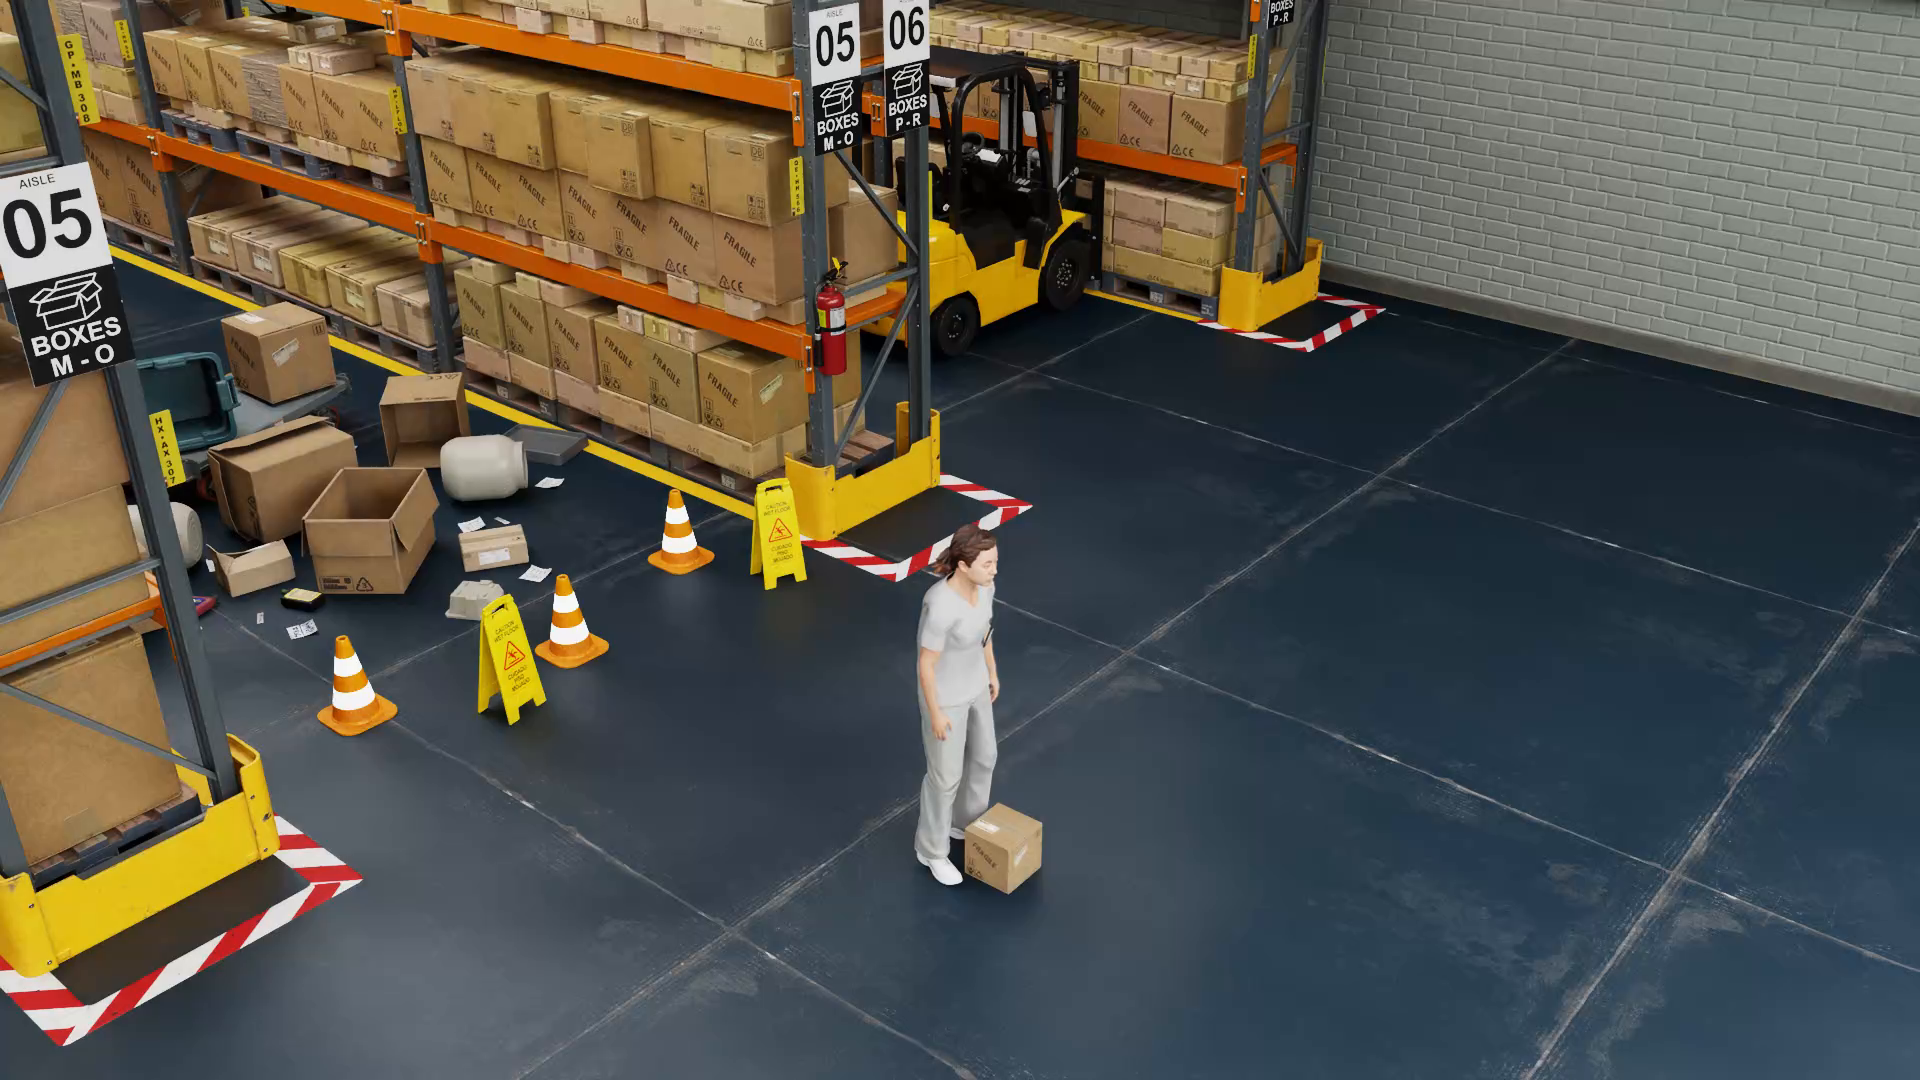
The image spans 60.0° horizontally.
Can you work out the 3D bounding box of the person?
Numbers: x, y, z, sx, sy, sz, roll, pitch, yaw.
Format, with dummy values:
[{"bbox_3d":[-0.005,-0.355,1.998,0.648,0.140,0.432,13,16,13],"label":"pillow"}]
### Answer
[{"bbox_3d":[0.002,0.686,7.301,0.361,1.672,0.514,19,33,32],"label":"person"}]
